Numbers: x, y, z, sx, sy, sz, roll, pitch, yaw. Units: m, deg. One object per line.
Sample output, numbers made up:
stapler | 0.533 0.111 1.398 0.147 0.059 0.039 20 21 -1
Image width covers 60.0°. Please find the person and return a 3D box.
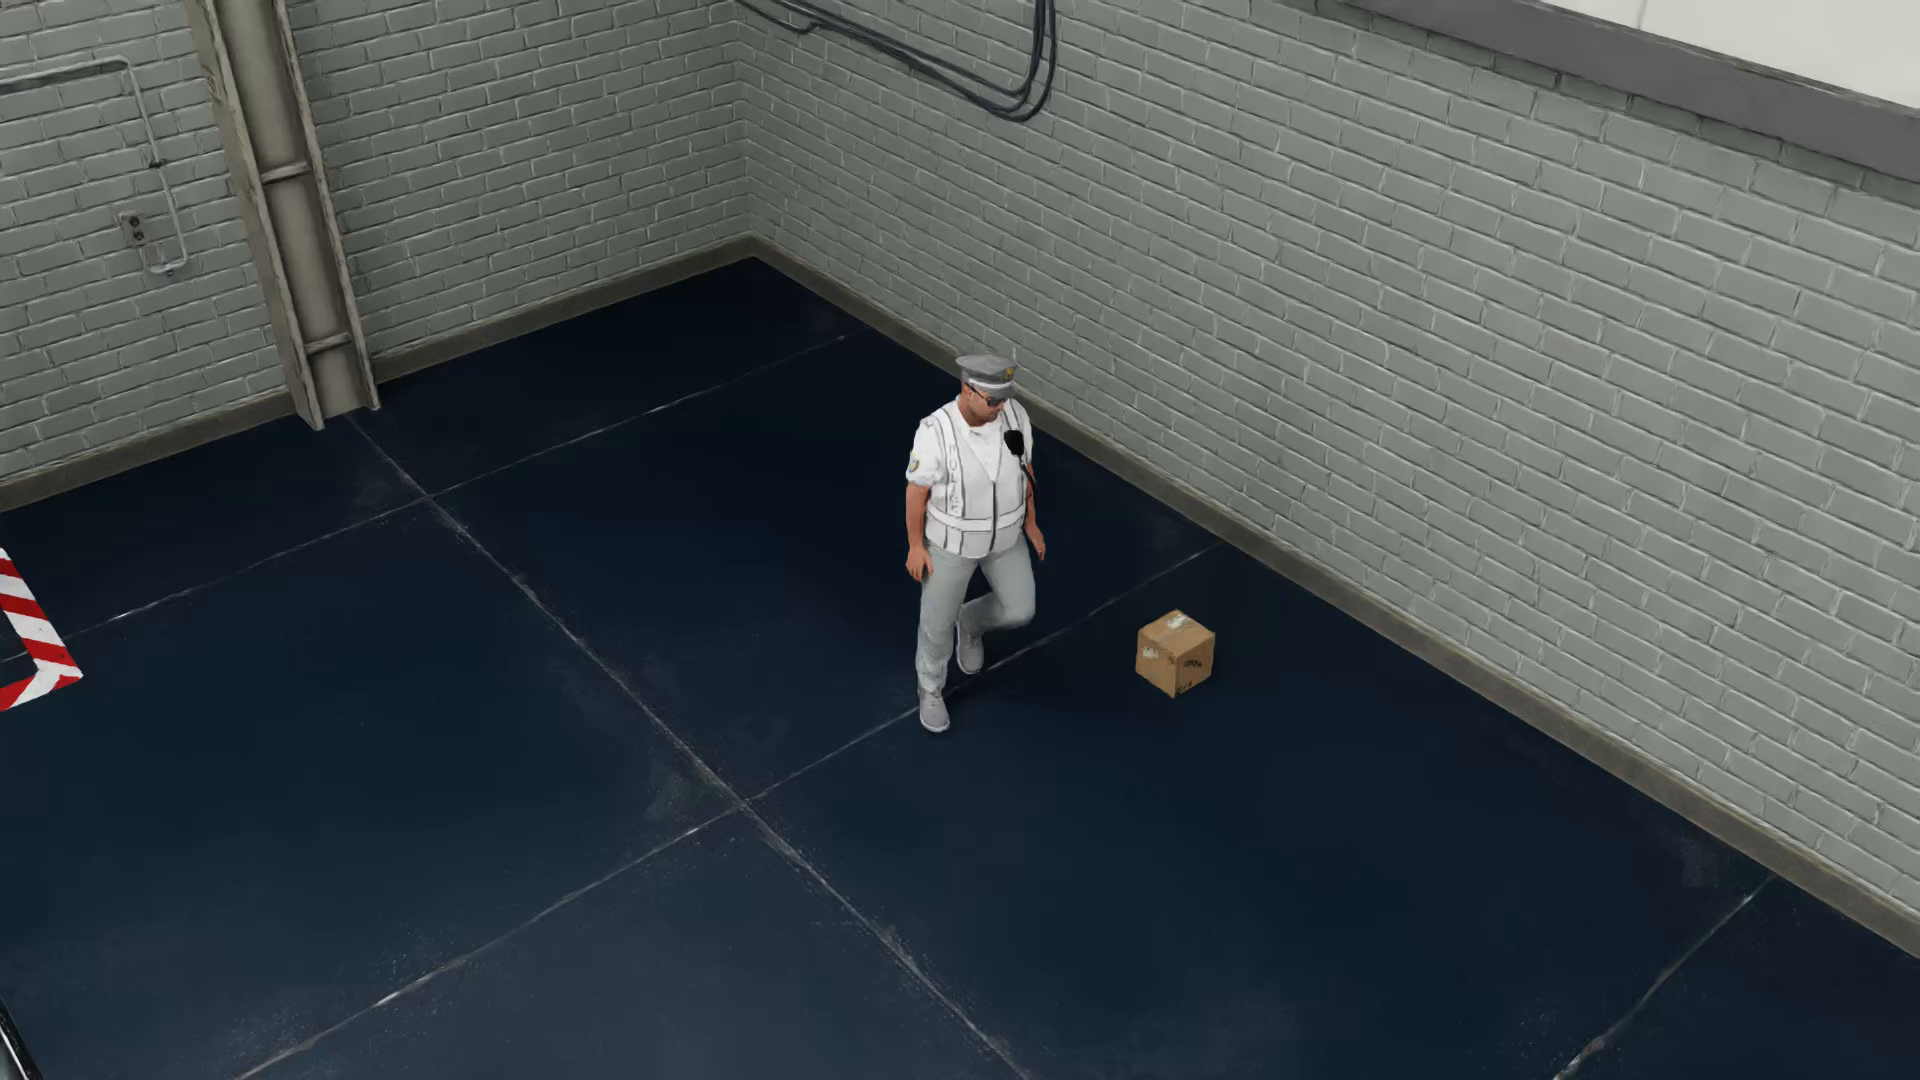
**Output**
person | 0.042 -0.045 7.113 0.614 1.741 0.512 -15 38 -20
